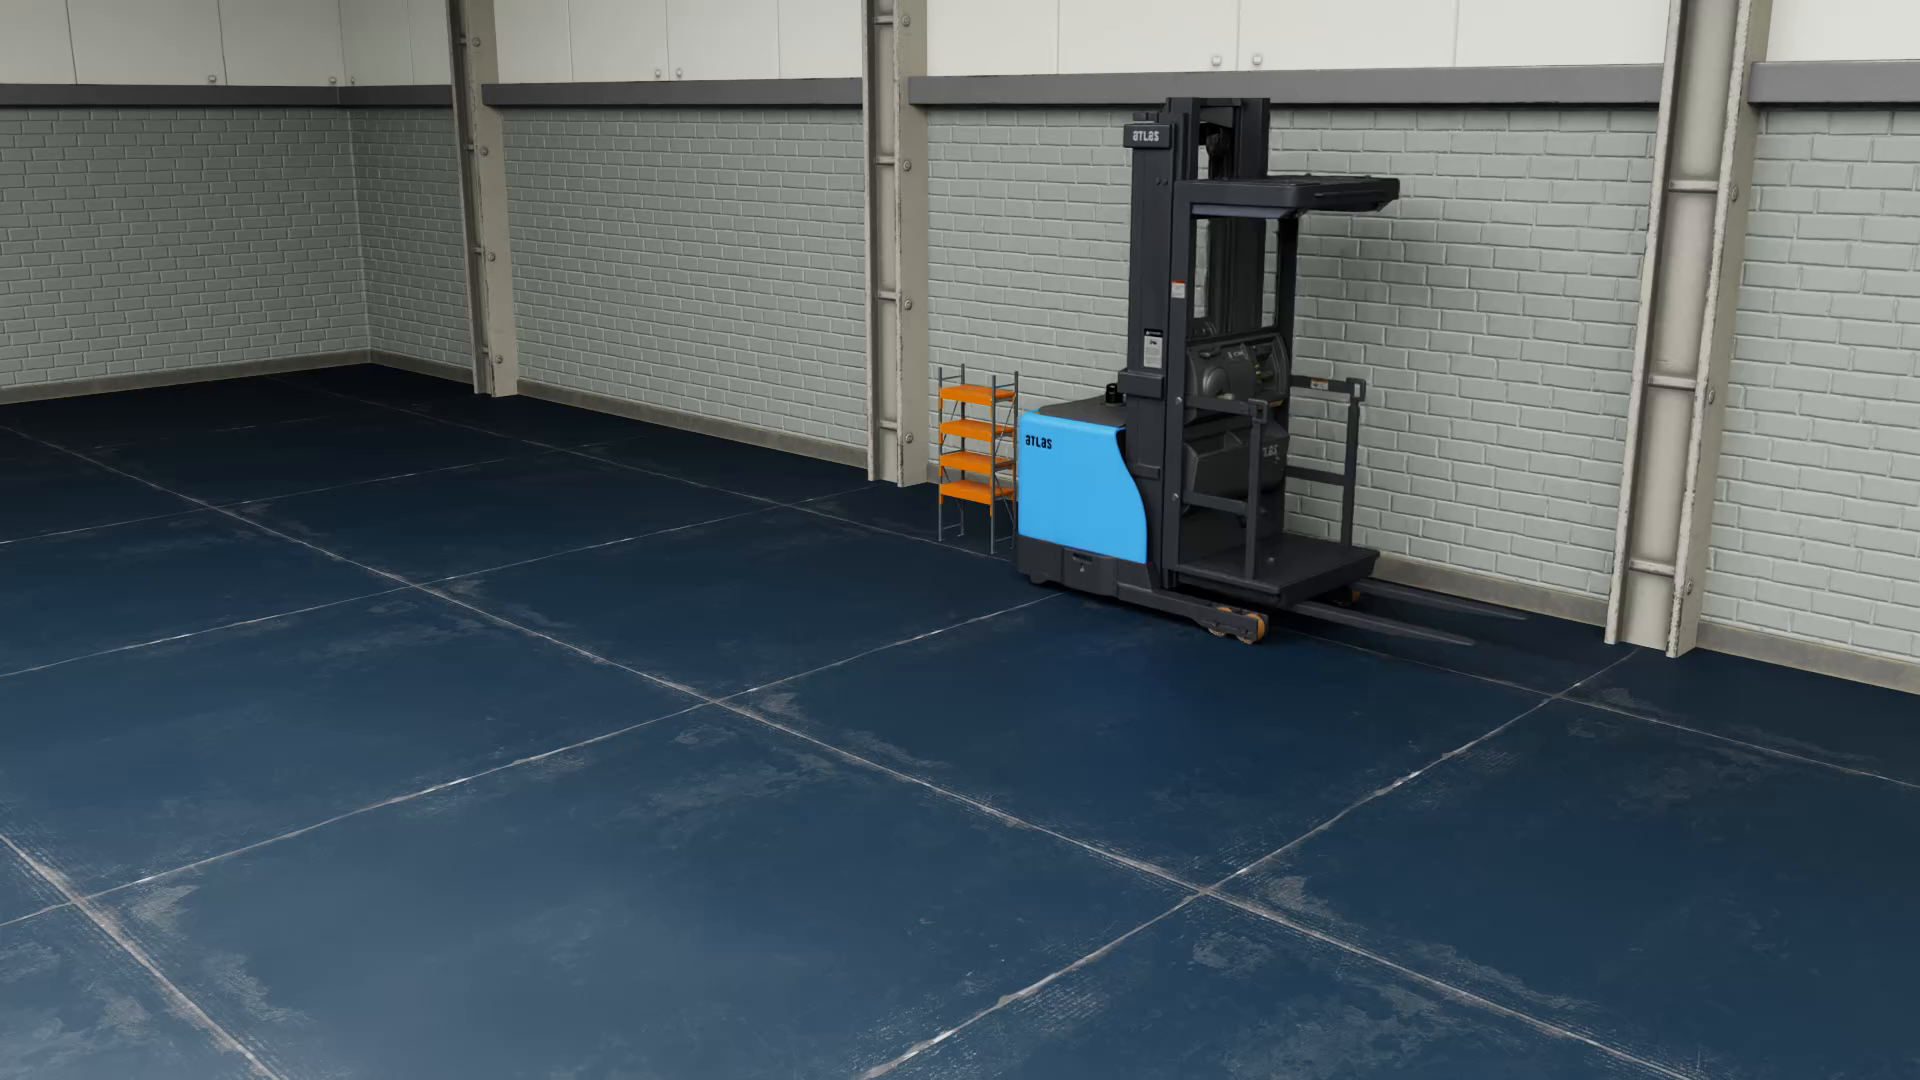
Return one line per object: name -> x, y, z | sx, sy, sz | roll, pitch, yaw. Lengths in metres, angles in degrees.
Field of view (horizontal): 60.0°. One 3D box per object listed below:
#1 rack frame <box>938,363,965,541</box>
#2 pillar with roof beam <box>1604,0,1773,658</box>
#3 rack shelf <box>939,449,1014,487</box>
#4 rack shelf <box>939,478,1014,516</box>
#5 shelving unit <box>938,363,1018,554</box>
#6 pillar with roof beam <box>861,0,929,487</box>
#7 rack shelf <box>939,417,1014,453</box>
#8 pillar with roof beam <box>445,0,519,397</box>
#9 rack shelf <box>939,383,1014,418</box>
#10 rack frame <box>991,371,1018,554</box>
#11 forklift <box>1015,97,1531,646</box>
rack frame -> -0.057, -0.594, 11.333 | 0.015, 1.200, 0.240 | 14, 20, 42
pillar with roof beam -> 0.842, -2.997, 5.089 | 0.400, 9.000, 9.100 | 14, 20, 42
rack shelf -> 0.119, -0.487, 11.187 | 0.480, 0.148, 0.258 | 14, 20, 42
rack shelf -> 0.119, -0.294, 11.237 | 0.480, 0.148, 0.258 | 14, 20, 42
shelving unit -> 0.119, -0.552, 11.170 | 0.503, 1.200, 0.258 | 14, 20, 42
pillar with roof beam -> -3.478, -4.048, 9.119 | 0.400, 9.000, 9.100 | 14, 20, 42
rack shelf -> 0.119, -0.703, 11.130 | 0.480, 0.148, 0.258 | 14, 20, 42
pillar with roof beam -> -7.797, -5.098, 13.149 | 0.400, 9.000, 9.100 | 14, 20, 42
rack shelf -> 0.119, -0.932, 11.071 | 0.480, 0.148, 0.258 | 14, 20, 42
rack frame -> 0.295, -0.509, 11.006 | 0.015, 1.200, 0.240 | 14, 20, 42
forklift -> 1.755, -0.991, 9.424 | 3.031, 2.935, 1.130 | 14, 20, 42
